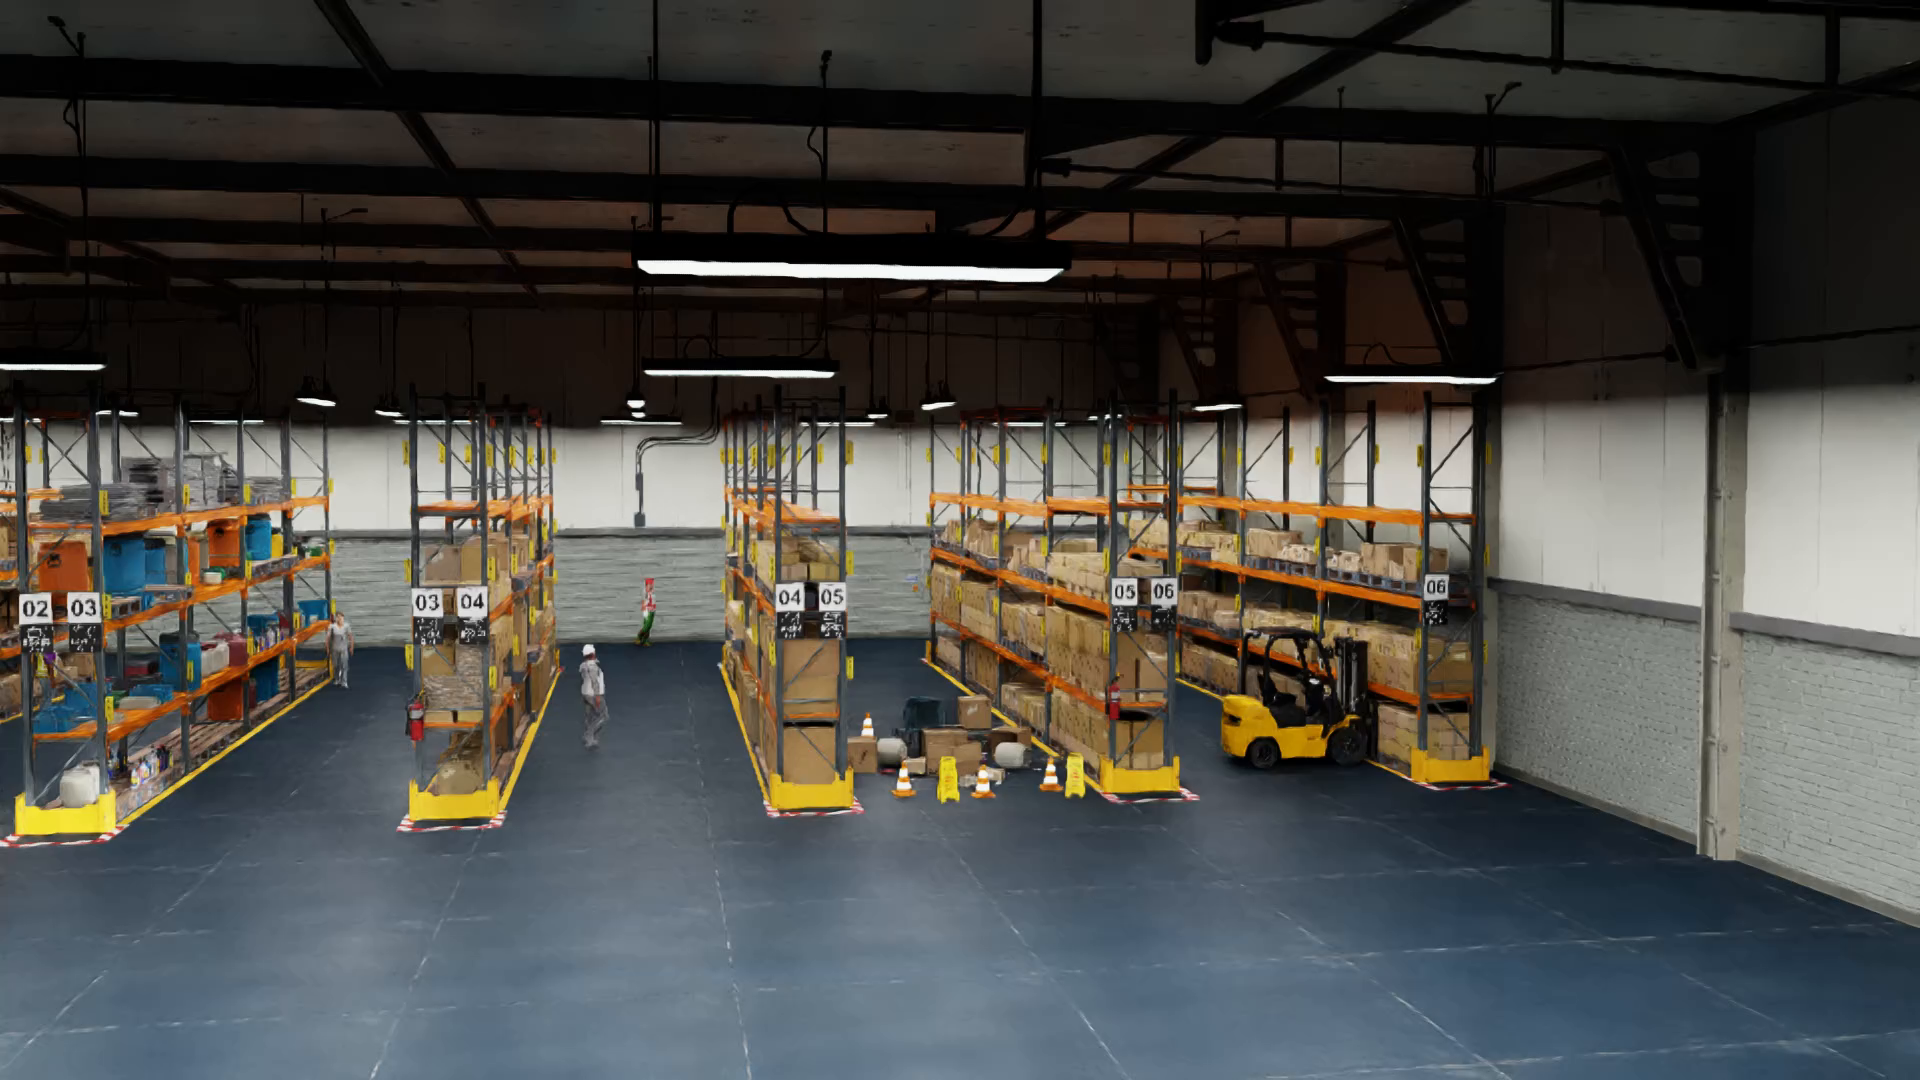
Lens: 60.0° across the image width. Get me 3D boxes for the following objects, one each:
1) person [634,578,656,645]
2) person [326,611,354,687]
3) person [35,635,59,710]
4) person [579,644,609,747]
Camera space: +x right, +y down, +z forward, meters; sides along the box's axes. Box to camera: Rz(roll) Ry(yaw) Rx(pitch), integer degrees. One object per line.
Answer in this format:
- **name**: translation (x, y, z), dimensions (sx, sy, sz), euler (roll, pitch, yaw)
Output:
- **person**: translation (-8.266, 1.889, 43.679), dimensions (0.460, 1.780, 0.704), euler (1, 3, 19)
- **person**: translation (-13.489, 2.354, 36.186), dimensions (0.569, 1.635, 0.684), euler (-1, 3, -18)
- **person**: translation (-16.884, 2.538, 30.854), dimensions (0.452, 1.768, 0.632), euler (-3, 4, -42)
- **person**: translation (-6.325, 2.673, 28.552), dimensions (0.447, 1.761, 0.569), euler (-2, 4, -37)
